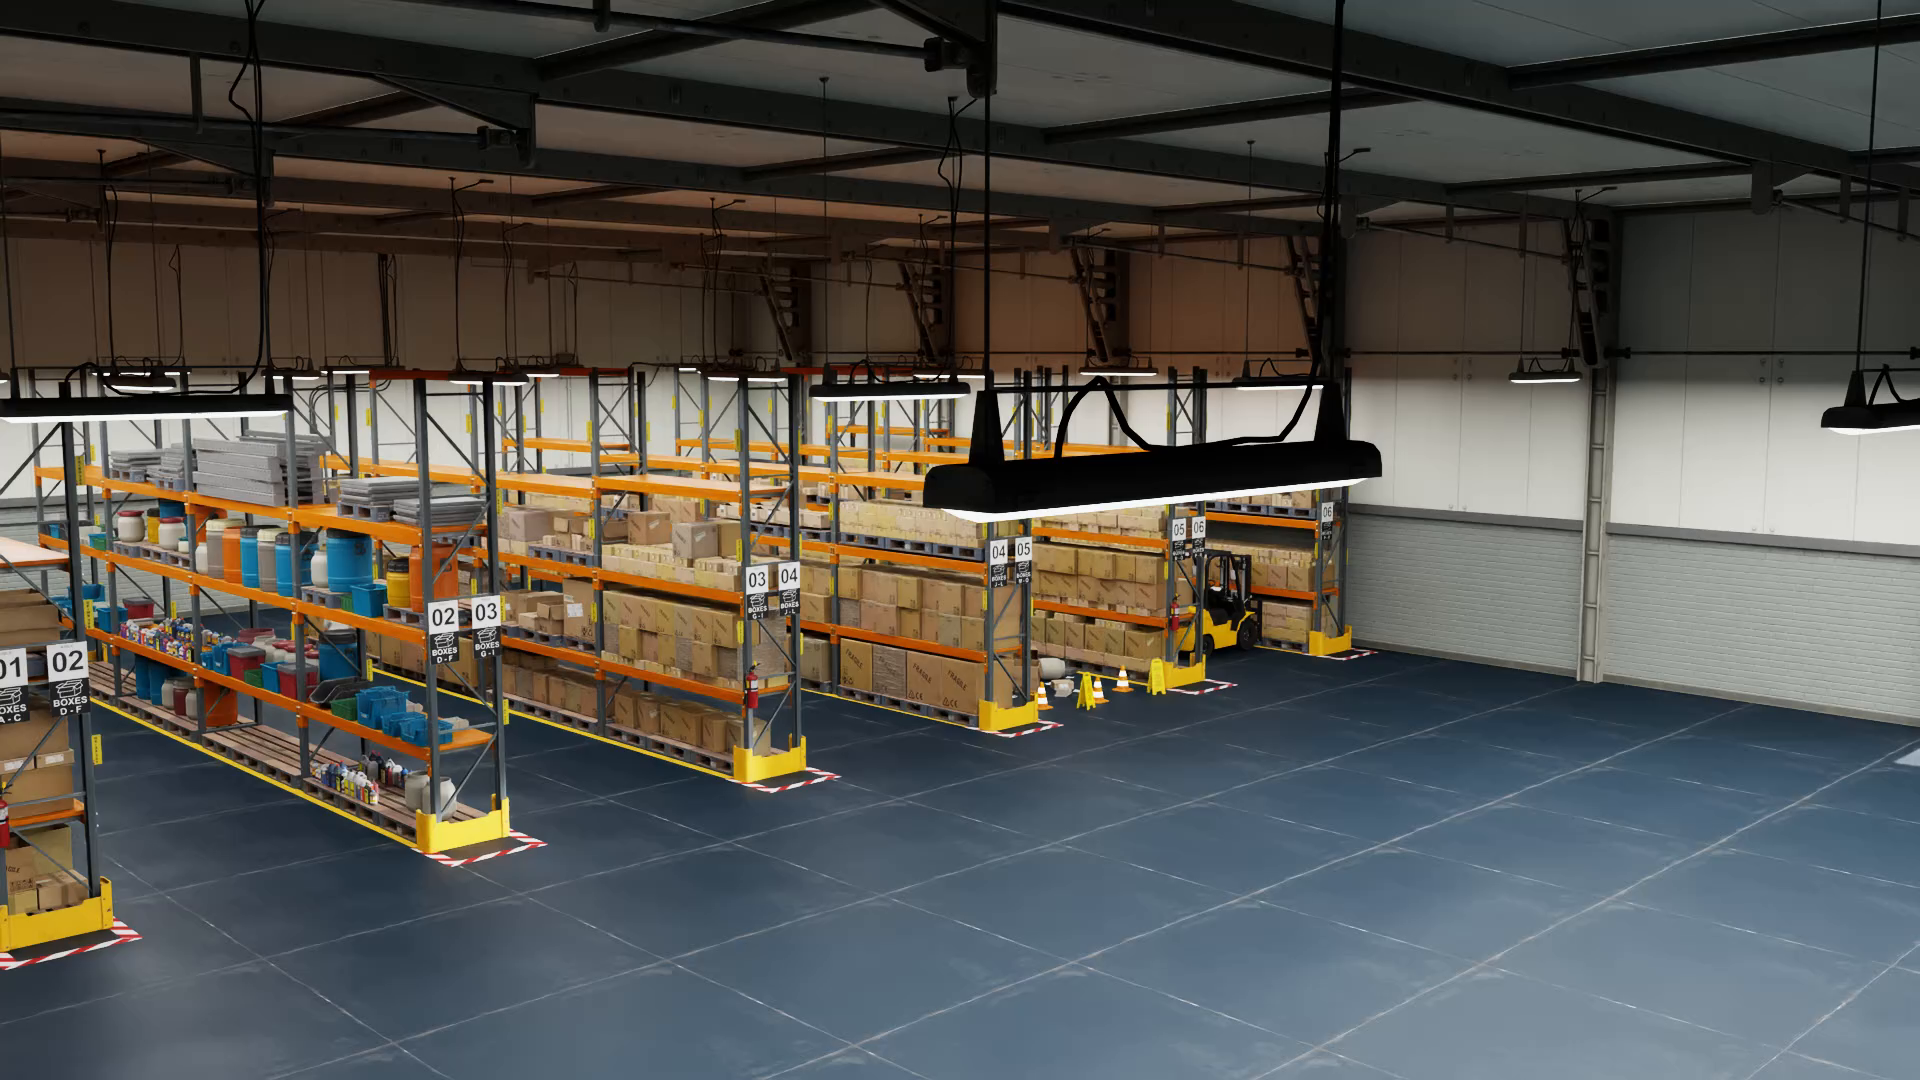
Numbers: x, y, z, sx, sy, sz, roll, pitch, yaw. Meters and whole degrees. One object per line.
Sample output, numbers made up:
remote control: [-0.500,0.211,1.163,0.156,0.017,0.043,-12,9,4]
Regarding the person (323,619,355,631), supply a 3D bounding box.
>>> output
person: [-11.501,1.980,30.873,0.587,1.758,0.711,-5,8,-39]
